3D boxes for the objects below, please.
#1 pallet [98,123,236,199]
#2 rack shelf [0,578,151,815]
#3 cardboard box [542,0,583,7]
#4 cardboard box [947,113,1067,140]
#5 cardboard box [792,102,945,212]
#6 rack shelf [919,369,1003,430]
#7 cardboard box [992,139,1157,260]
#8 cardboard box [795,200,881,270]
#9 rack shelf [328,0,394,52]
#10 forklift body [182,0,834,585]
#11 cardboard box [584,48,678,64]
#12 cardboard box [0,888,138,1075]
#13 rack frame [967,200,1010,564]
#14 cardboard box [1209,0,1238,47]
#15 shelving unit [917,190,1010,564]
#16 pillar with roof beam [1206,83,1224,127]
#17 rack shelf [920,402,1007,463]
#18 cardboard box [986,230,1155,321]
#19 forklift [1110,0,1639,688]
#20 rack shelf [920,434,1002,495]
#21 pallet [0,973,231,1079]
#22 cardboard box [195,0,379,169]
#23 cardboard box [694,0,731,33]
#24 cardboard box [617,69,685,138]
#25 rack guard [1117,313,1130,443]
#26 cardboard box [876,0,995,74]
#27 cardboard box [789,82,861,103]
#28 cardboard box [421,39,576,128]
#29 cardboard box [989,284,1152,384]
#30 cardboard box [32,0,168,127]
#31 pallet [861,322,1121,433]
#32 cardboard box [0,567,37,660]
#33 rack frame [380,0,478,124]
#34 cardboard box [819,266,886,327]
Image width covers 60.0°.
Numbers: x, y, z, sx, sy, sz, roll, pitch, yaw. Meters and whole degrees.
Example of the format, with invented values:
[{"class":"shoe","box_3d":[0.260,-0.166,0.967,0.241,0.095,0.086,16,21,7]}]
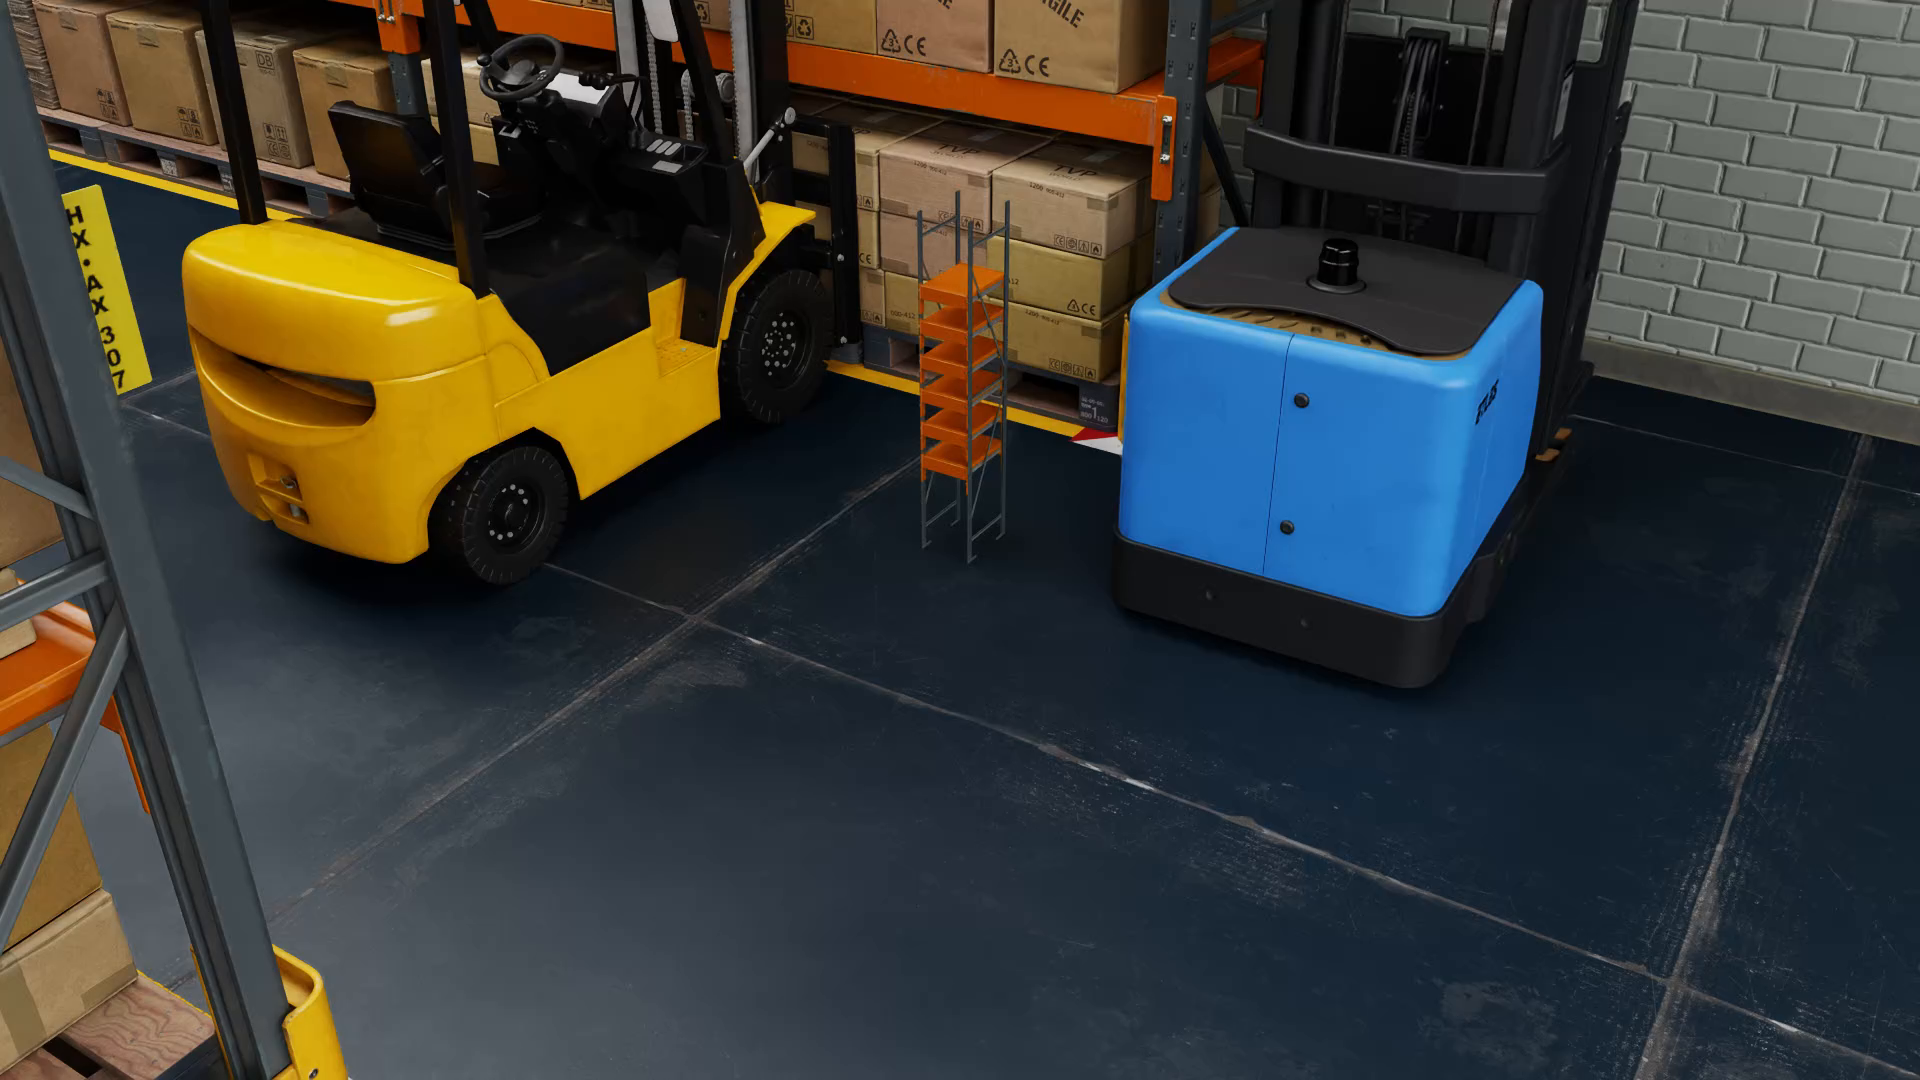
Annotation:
[{"class":"pallet","box_3d":[-4.050,-2.264,9.421,1.213,0.211,1.003,18,35,27]},{"class":"rack shelf","box_3d":[-3.310,0.005,3.479,4.000,0.370,1.077,18,35,27]},{"class":"cardboard box","box_3d":[-1.681,-2.642,7.202,0.500,0.500,0.500,18,35,28]},{"class":"cardboard box","box_3d":[0.288,-1.657,6.933,0.500,0.250,0.500,18,35,27]},{"class":"cardboard box","box_3d":[-0.404,-1.571,6.785,0.500,0.250,0.500,18,35,28]},{"class":"rack shelf","box_3d":[0.012,-0.476,5.463,0.180,0.103,0.258,18,35,27]},{"class":"cardboard box","box_3d":[0.464,-1.305,6.331,0.500,0.250,0.500,19,35,29]},{"class":"cardboard box","box_3d":[-0.426,-1.365,6.928,0.500,0.250,0.500,17,34,26]},{"class":"rack shelf","box_3d":[-4.062,-3.186,8.949,4.000,0.370,1.077,18,35,27]},{"class":"forklift body","box_3d":[-1.556,-1.252,5.762,1.214,2.155,2.313,18,35,27]},{"class":"cardboard box","box_3d":[-1.411,-2.208,7.878,0.500,0.250,0.500,17,34,27]},{"class":"cardboard box","box_3d":[-2.152,0.902,3.539,0.500,0.250,0.500,17,34,27]},{"class":"rack frame","box_3d":[0.090,-0.490,5.399,0.006,1.200,0.240,18,35,27]},{"class":"cardboard box","box_3d":[0.748,-2.184,6.418,0.500,0.500,0.500,19,35,29]},{"class":"shelving unit","box_3d":[0.012,-0.514,5.441,0.189,1.200,0.258,18,35,27]},{"class":"pillar with roof beam","box_3d":[-1.380,-3.215,2.330,0.400,9.000,9.100,18,35,27]},{"class":"rack shelf","box_3d":[0.012,-0.372,5.524,0.180,0.103,0.258,18,35,27]},{"class":"cardboard box","box_3d":[0.441,-1.096,6.468,0.500,0.250,0.500,17,34,27]},{"class":"forklift","box_3d":[1.649,-1.543,5.486,1.130,2.935,3.031,16,34,26]},{"class":"rack shelf","box_3d":[0.012,-0.269,5.584,0.180,0.103,0.258,18,35,27]},{"class":"pallet","box_3d":[-2.350,1.181,3.516,1.213,0.211,1.003,18,35,27]},{"class":"cardboard box","box_3d":[-3.469,-2.463,8.935,0.625,0.625,0.875,17,34,27]},{"class":"cardboard box","box_3d":[-0.837,-2.363,6.724,0.500,0.500,0.500,18,35,28]},{"class":"cardboard box","box_3d":[-1.270,-1.854,7.270,0.500,0.250,0.500,19,35,29]},{"class":"rack guard","box_3d":[1.040,-0.803,6.631,0.348,0.500,1.175,18,35,27]},{"class":"cardboard box","box_3d":[0.029,-2.095,6.266,0.500,0.500,0.500,19,35,29]},{"class":"cardboard box","box_3d":[-0.560,-1.936,7.411,0.500,0.250,0.500,17,34,26]},{"class":"cardboard box","box_3d":[-2.125,-2.123,7.732,0.500,0.250,0.500,17,34,27]},{"class":"cardboard box","box_3d":[0.454,-0.874,6.584,0.500,0.250,0.500,18,35,28]},{"class":"cardboard box","box_3d":[-4.677,-2.844,9.588,0.625,0.625,0.875,19,35,29]},{"class":"pallet","box_3d":[0.350,-0.872,7.035,1.213,0.211,1.003,18,35,27]},{"class":"cardboard box","box_3d":[-1.794,0.159,2.750,0.250,0.149,0.380,18,35,28]},{"class":"rack frame","box_3d":[-2.368,-2.961,7.849,0.127,3.000,1.000,18,35,27]},{"class":"cardboard box","box_3d":[-0.381,-1.149,7.056,0.500,0.250,0.500,18,35,28]}]
